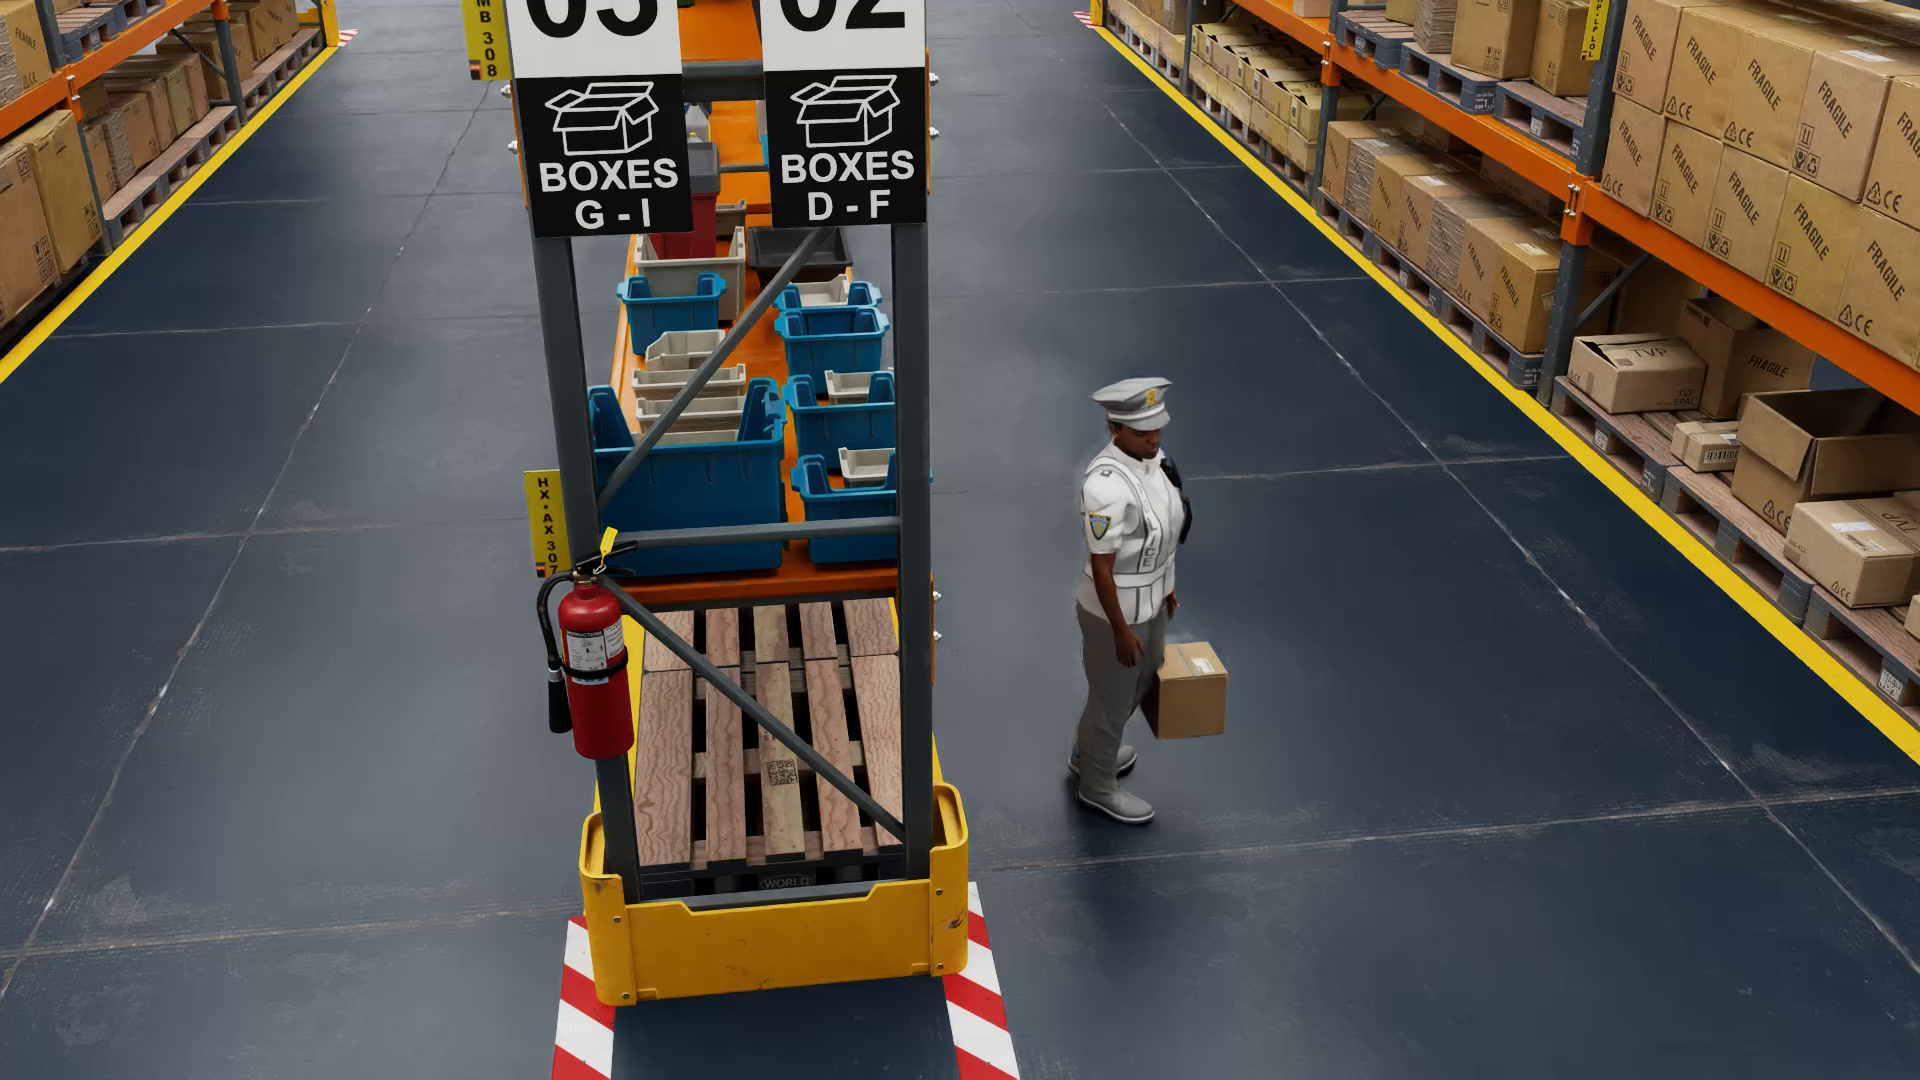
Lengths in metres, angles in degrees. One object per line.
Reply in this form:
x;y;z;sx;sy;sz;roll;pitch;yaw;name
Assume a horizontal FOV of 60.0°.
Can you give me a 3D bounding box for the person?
0.560;0.200;5.704;0.397;1.679;0.544;12;30;22;person
